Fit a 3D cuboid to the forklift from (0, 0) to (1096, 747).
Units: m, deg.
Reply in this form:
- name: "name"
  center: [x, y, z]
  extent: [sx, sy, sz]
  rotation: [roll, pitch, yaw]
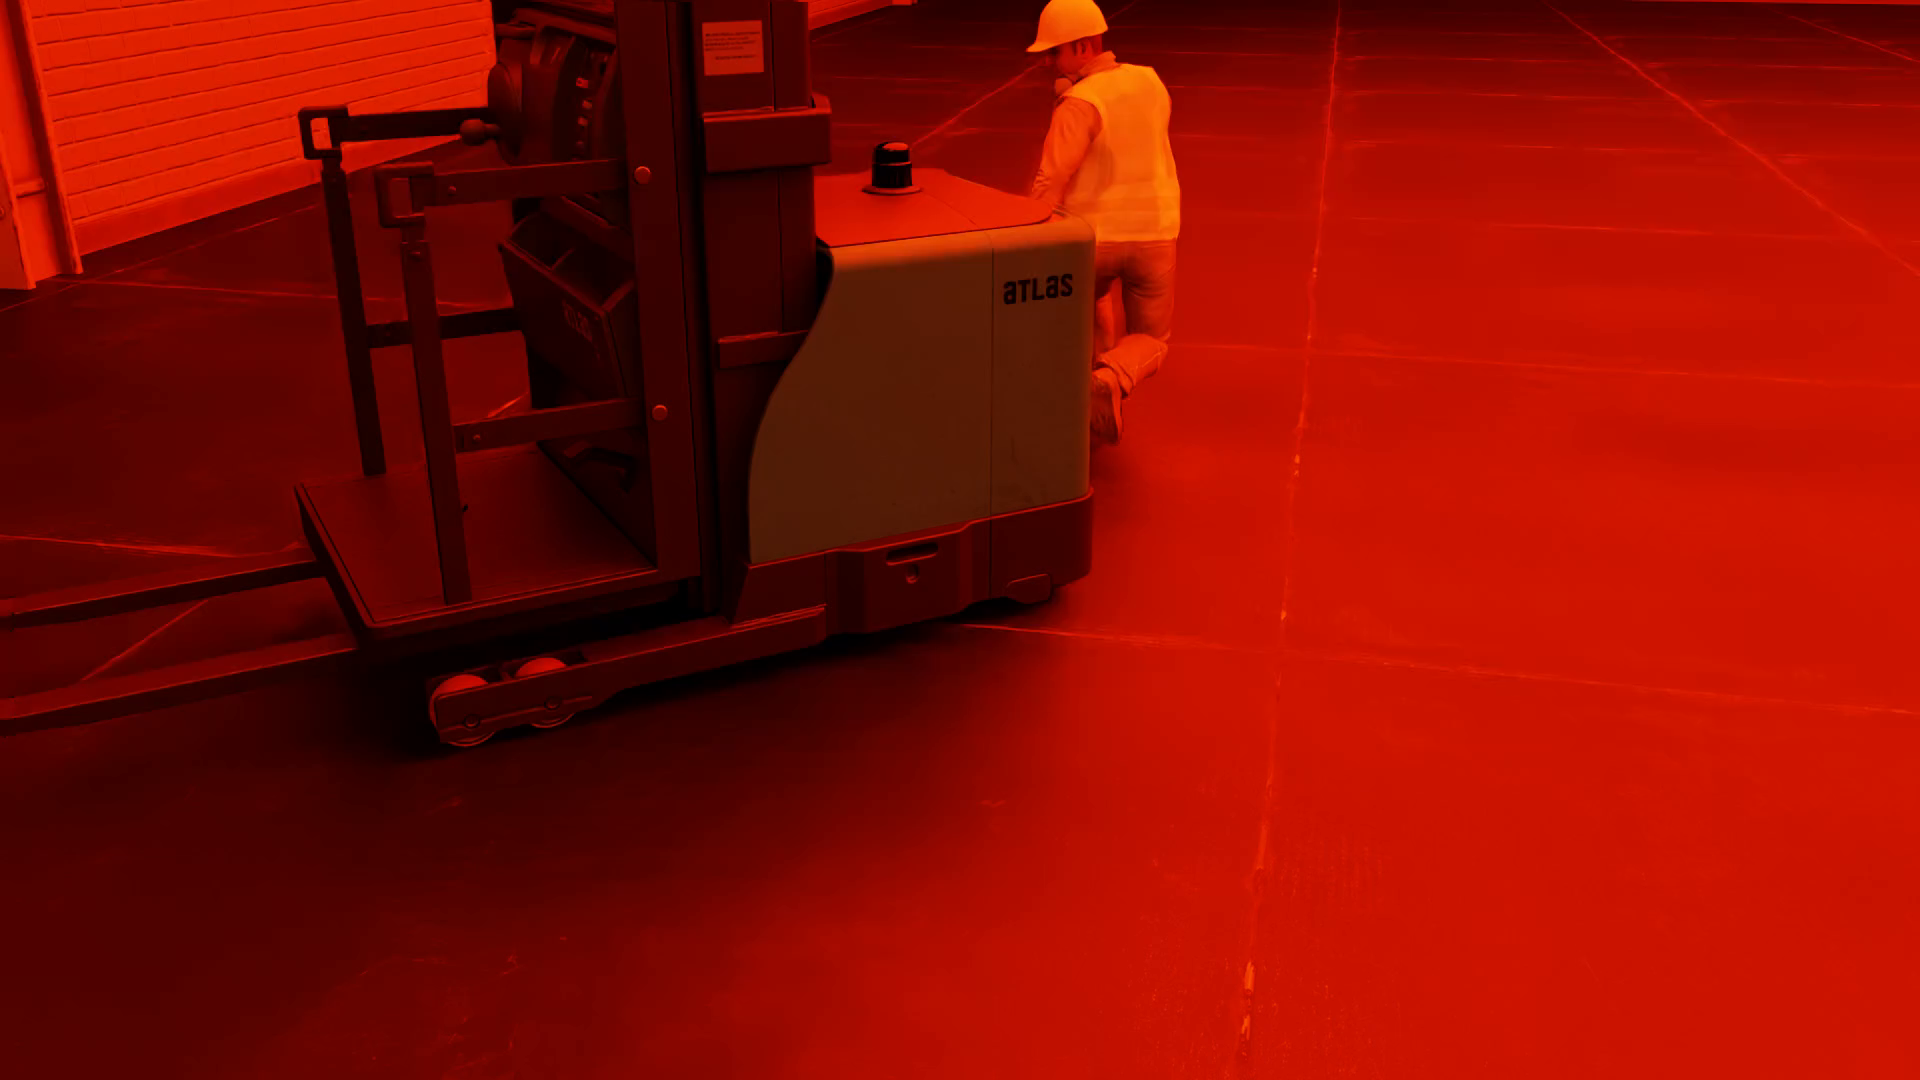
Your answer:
- name: "forklift"
  center: [-1.167, -1.094, 3.950]
  extent: [3.031, 2.935, 1.130]
  rotation: [-12, 25, -26]

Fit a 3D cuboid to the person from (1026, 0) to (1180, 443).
- name: "person"
  center: [0.480, -1.138, 5.958]
  extent: [0.626, 1.552, 0.867]
  rotation: [-2, 22, -4]
